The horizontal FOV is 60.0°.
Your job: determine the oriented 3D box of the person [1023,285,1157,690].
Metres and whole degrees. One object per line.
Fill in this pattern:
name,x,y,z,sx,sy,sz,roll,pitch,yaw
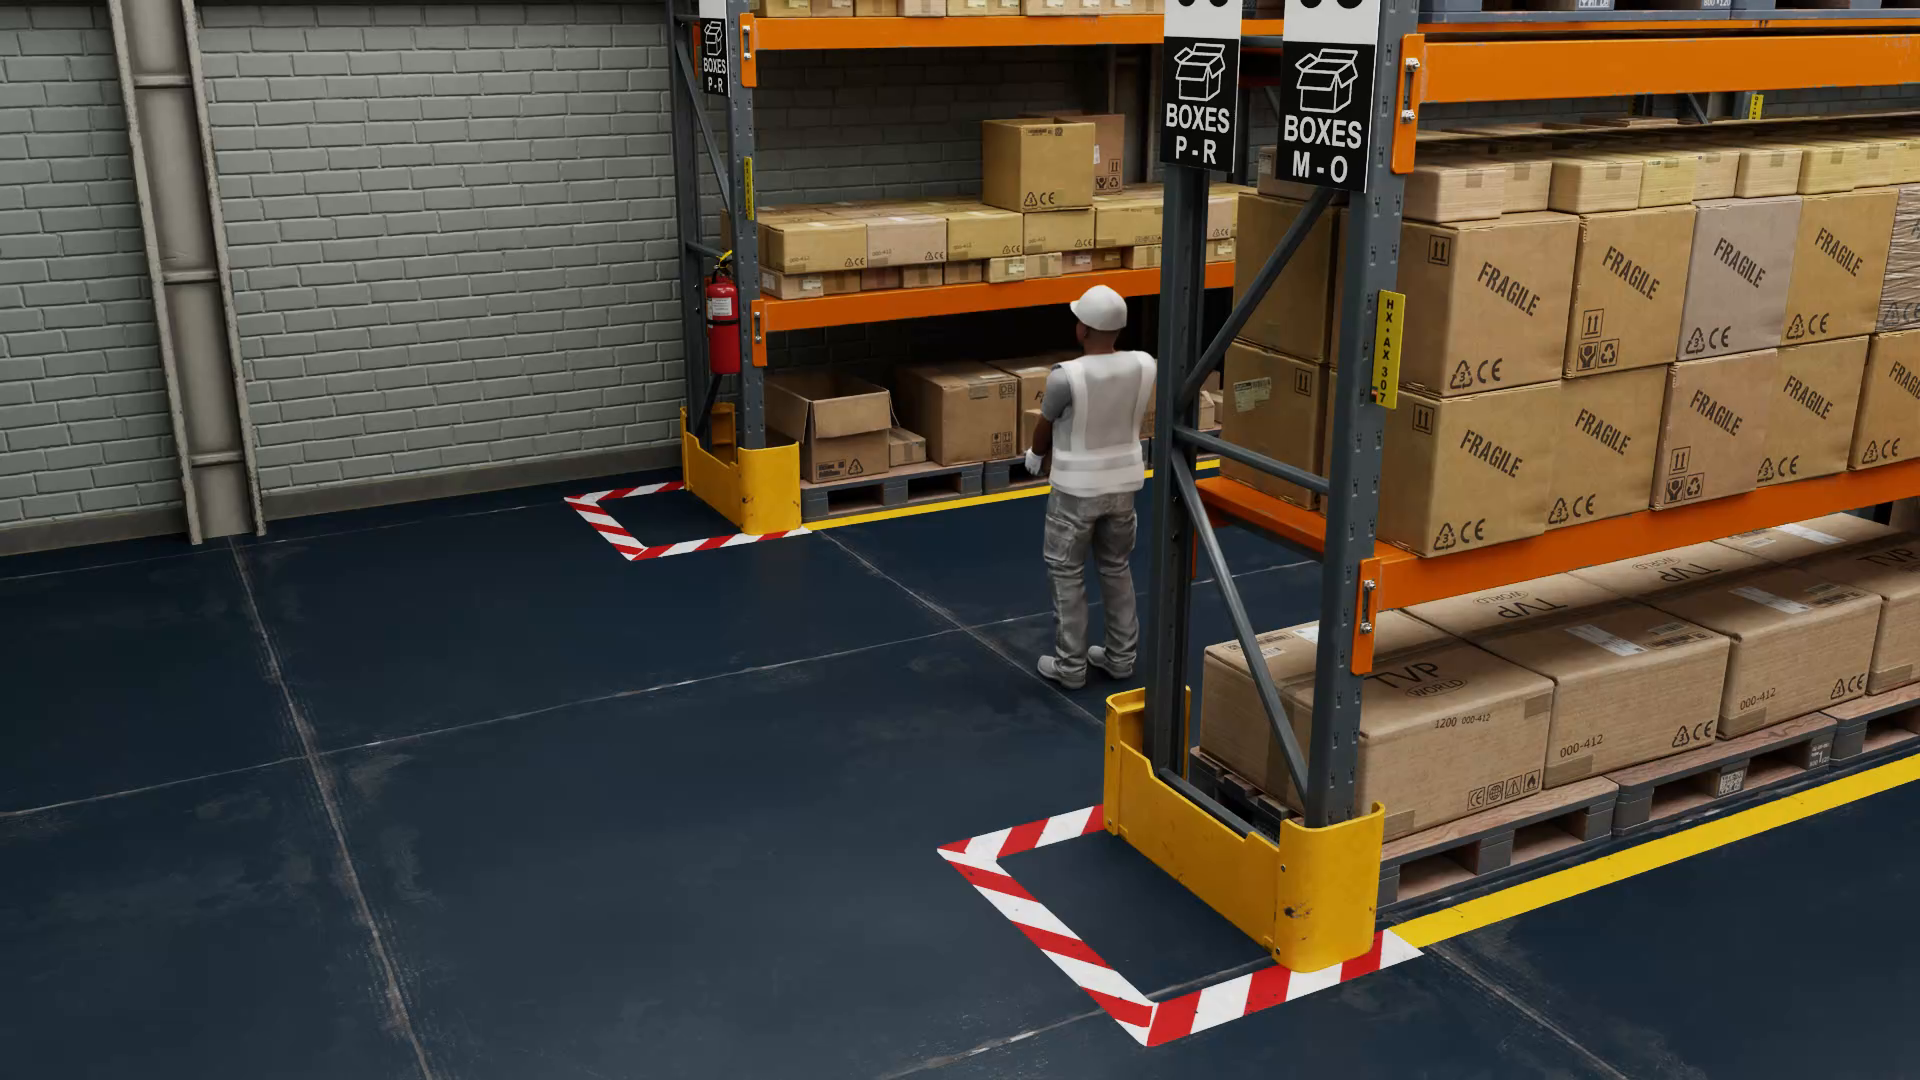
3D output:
person,0.525,-0.254,7.300,0.488,1.778,0.581,-9,20,-26
